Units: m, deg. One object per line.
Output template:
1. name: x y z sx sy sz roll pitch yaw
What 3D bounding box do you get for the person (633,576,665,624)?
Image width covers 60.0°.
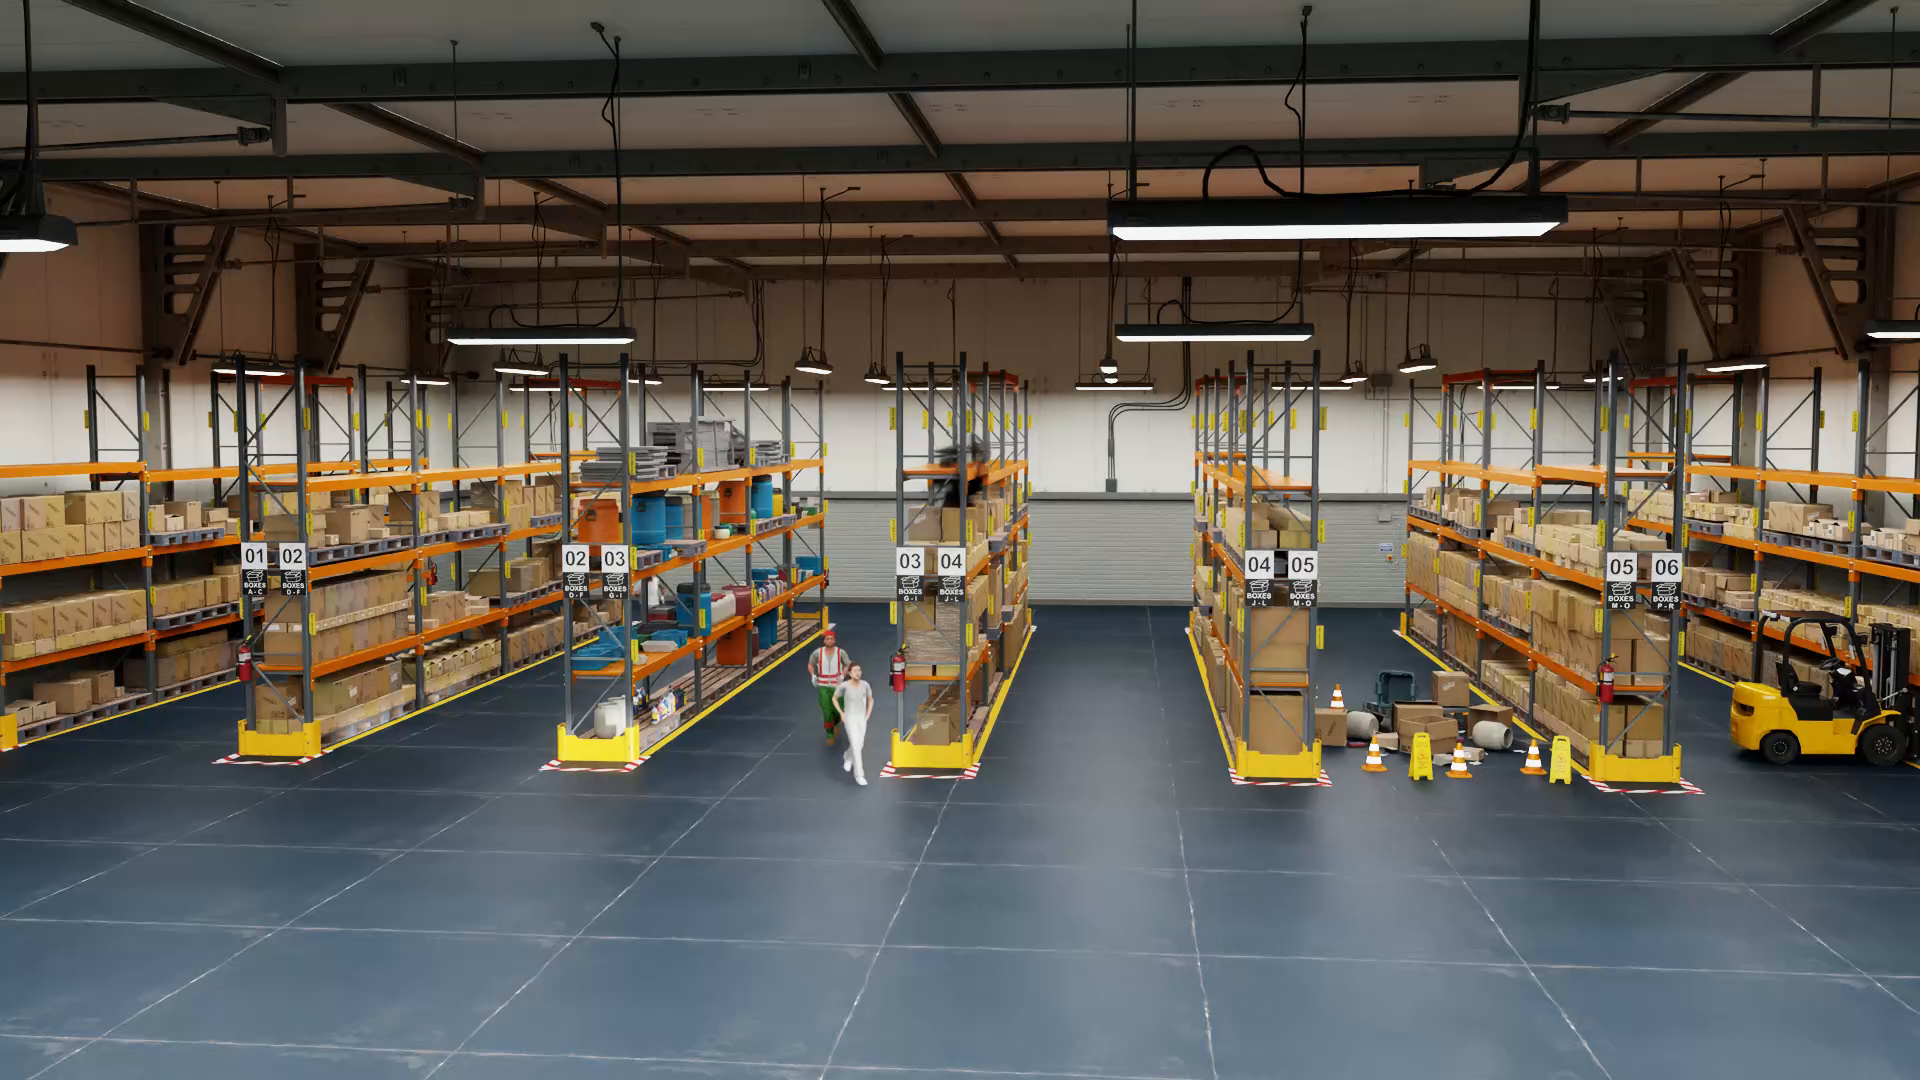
1. person: -6.889 1.464 36.829 0.680 1.778 0.984 -1 4 -7

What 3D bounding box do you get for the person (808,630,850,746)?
1. person: -2.042 2.278 25.941 0.667 1.766 0.741 0 4 -5

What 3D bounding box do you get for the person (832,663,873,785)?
1. person: -1.479 2.522 23.176 0.573 1.659 0.899 -2 5 -26
